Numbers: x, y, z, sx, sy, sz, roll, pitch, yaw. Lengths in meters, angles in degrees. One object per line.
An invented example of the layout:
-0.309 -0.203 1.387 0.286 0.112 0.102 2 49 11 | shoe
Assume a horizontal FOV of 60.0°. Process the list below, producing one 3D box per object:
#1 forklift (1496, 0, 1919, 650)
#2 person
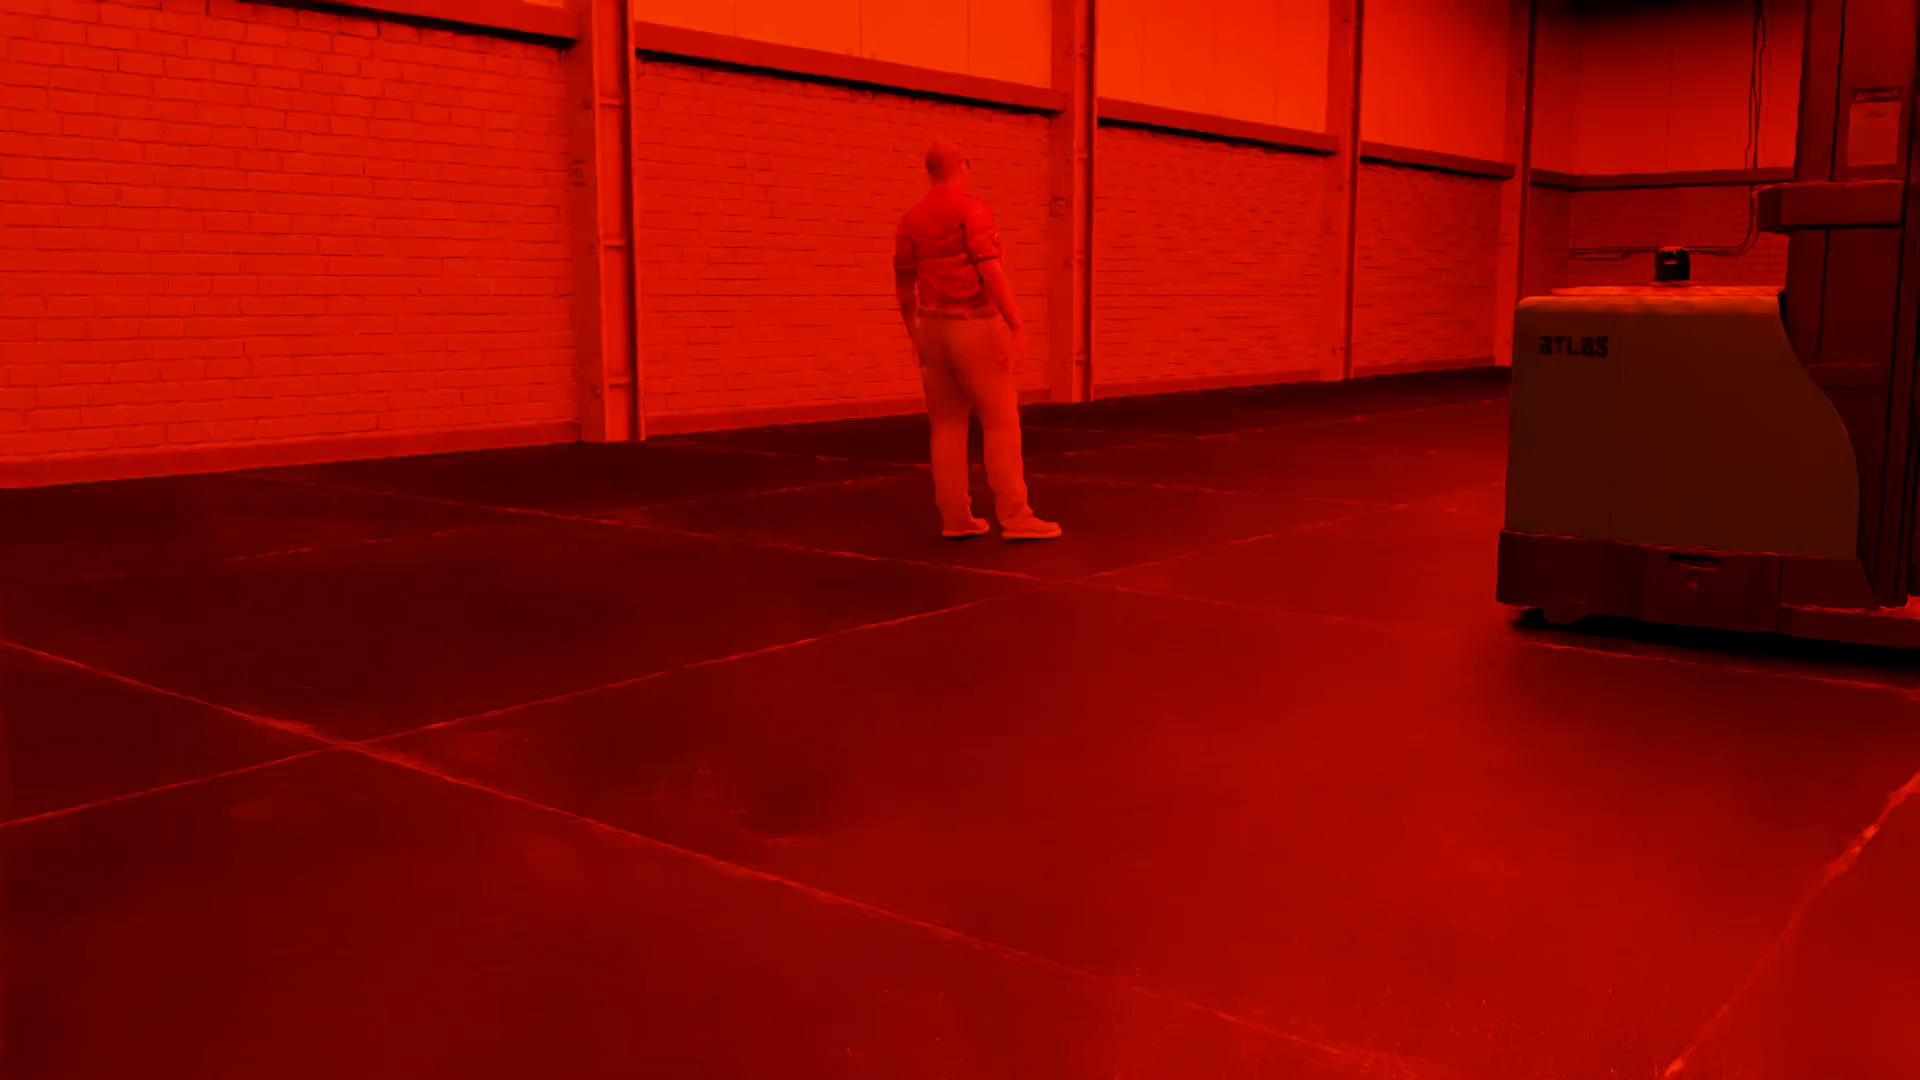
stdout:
3.282 -1.108 4.853 3.031 2.935 1.130 6 10 35 | forklift
0.066 -0.870 7.341 0.640 1.723 0.550 7 11 38 | person
